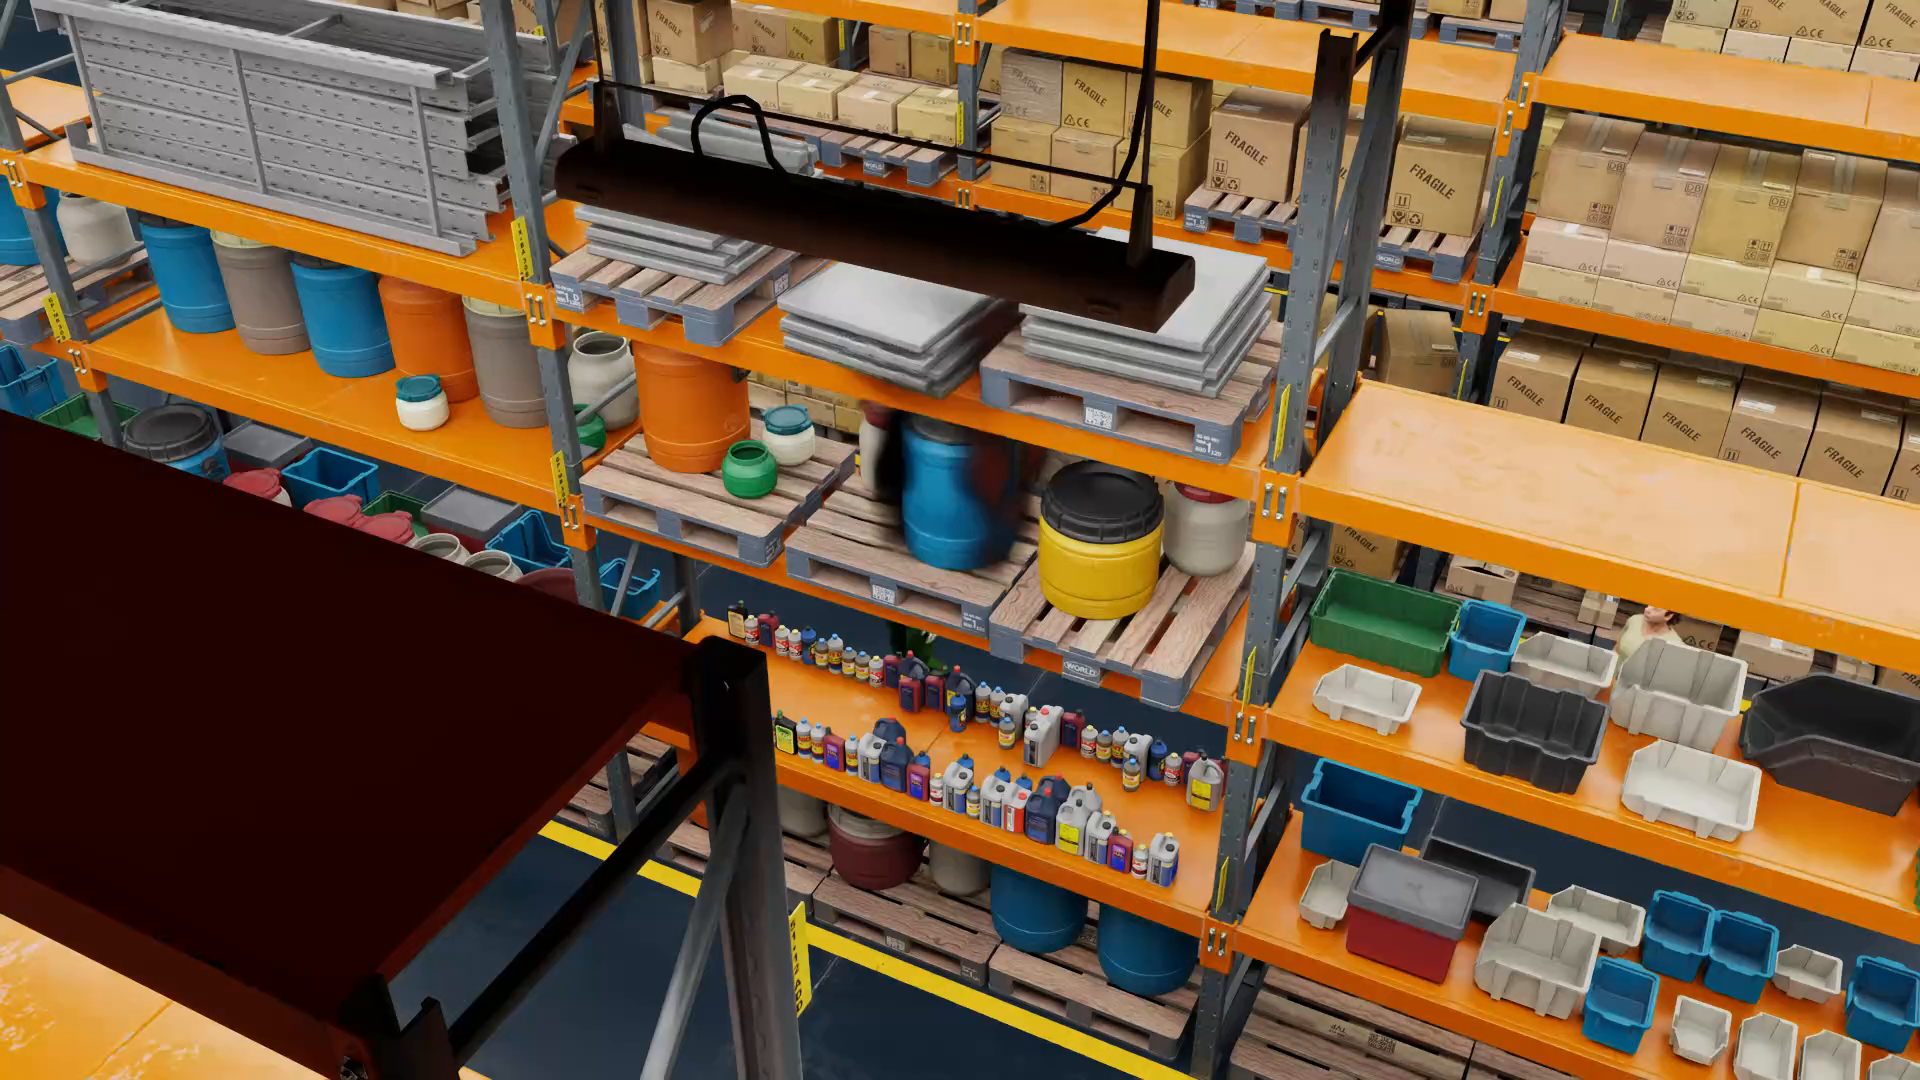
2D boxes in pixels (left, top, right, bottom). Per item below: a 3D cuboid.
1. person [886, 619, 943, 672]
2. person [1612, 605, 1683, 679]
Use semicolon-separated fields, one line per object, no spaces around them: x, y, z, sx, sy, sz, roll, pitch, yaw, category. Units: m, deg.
-0.343;0.462;11.644;0.517;1.792;0.626;-26;43;-32;person
4.401;1.037;10.962;0.500;1.673;0.458;24;42;30;person
